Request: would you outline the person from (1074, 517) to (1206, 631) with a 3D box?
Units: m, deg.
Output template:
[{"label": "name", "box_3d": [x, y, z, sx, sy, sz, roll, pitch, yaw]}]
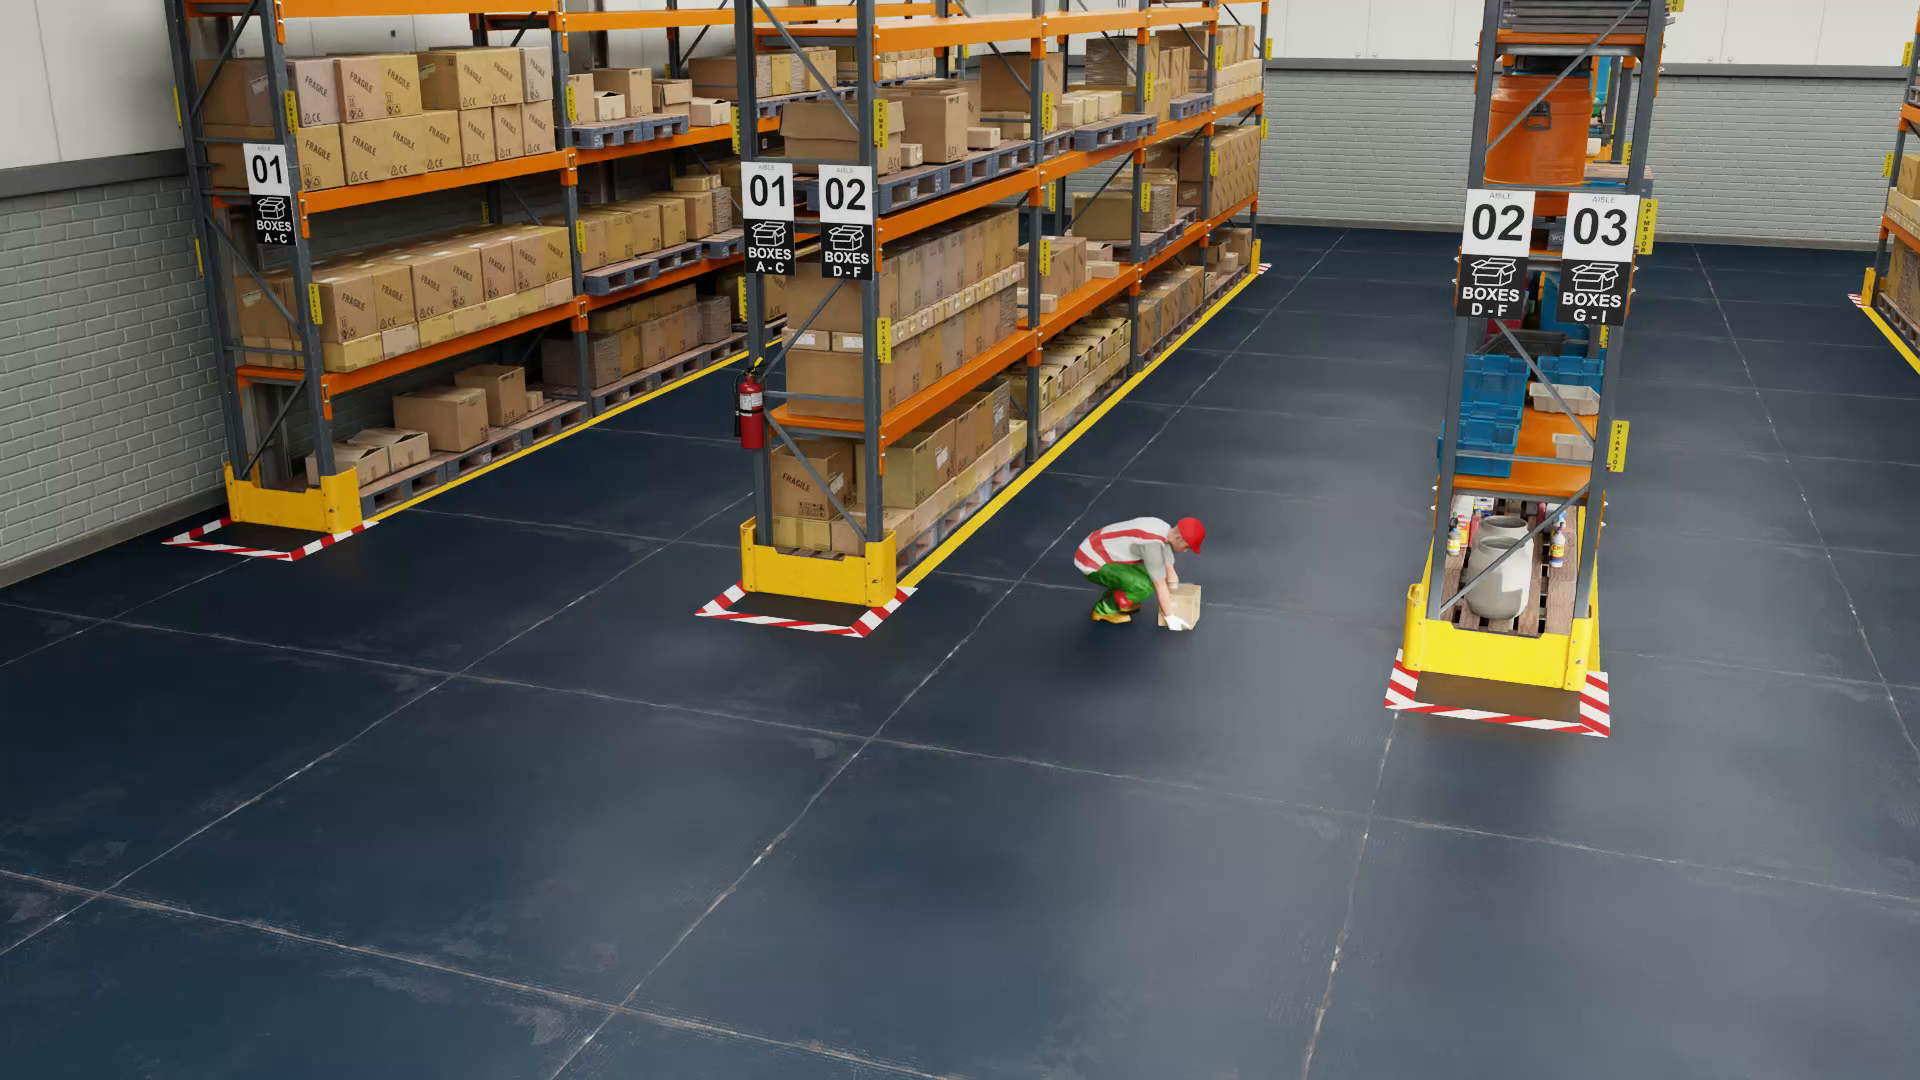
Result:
[{"label": "person", "box_3d": [1.297, 0.236, 12.058, 0.923, 0.878, 0.544, 6, 19, 18]}]
